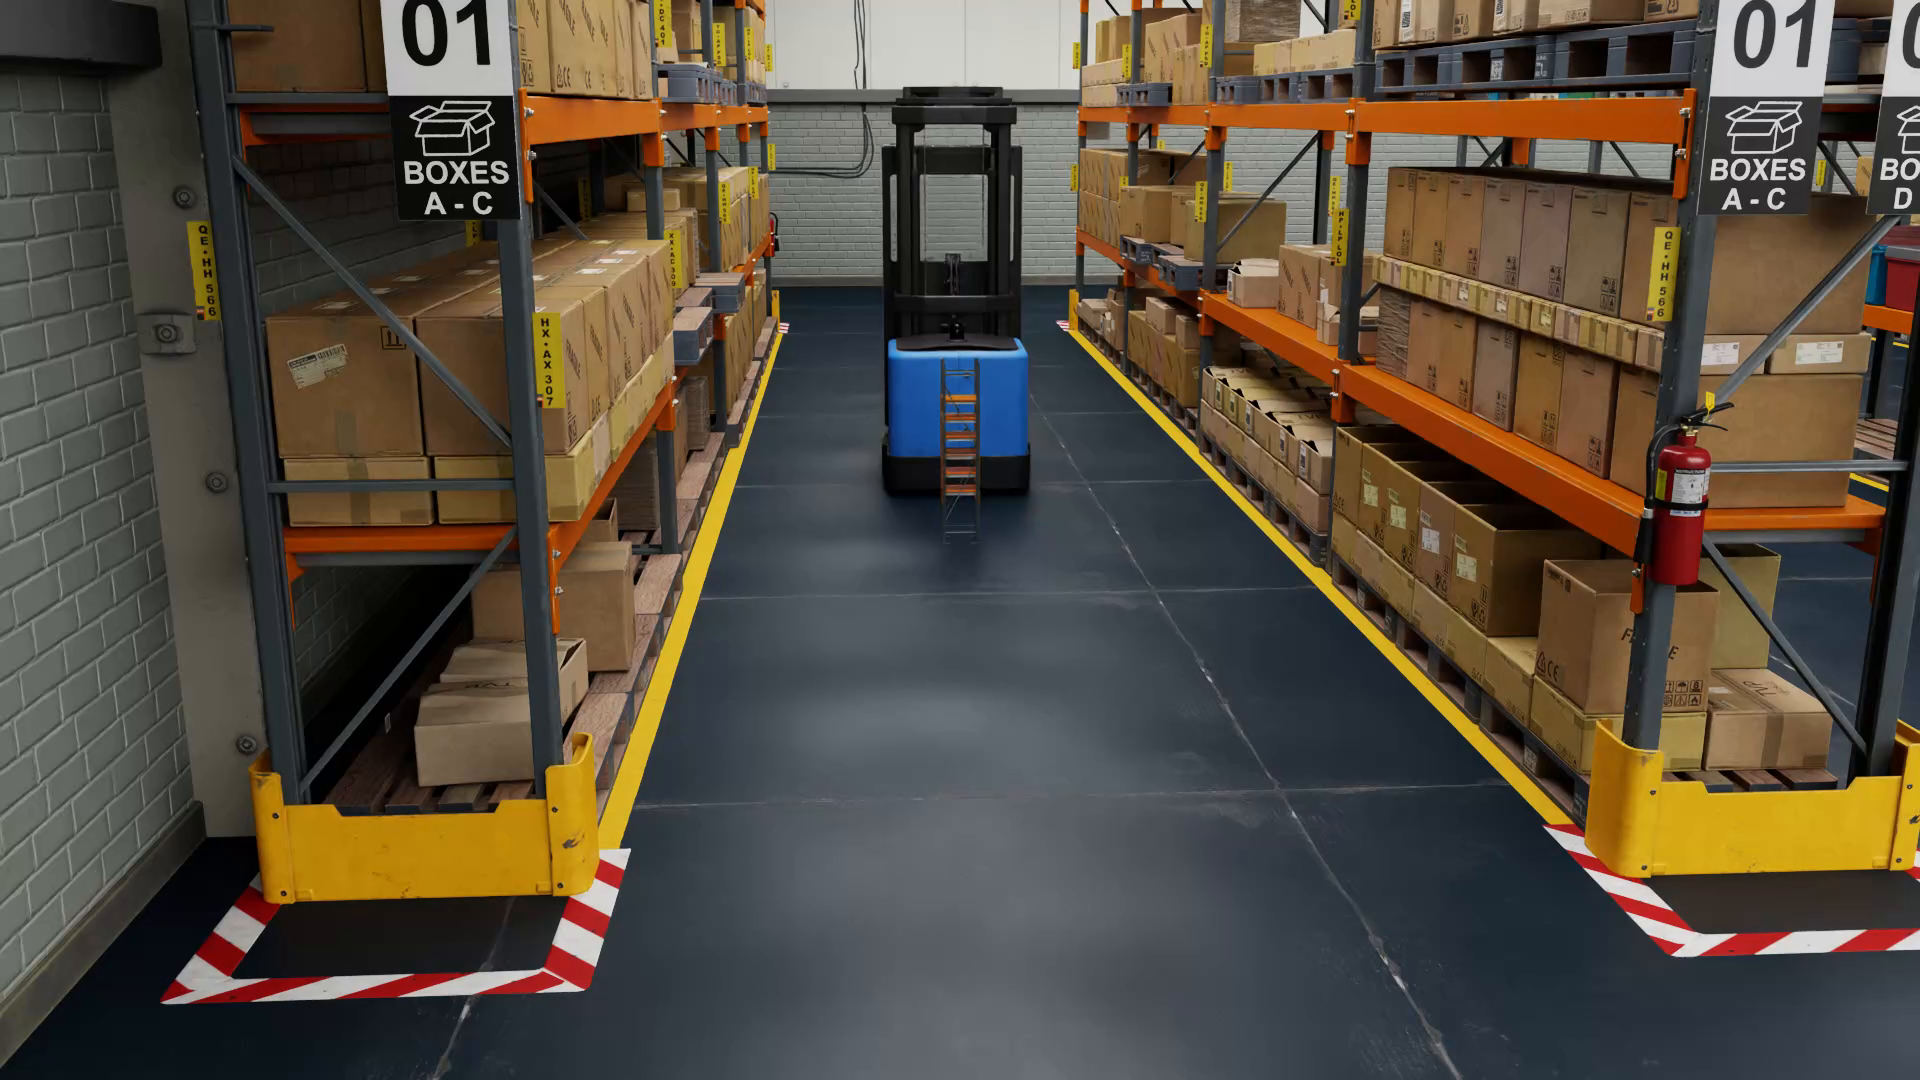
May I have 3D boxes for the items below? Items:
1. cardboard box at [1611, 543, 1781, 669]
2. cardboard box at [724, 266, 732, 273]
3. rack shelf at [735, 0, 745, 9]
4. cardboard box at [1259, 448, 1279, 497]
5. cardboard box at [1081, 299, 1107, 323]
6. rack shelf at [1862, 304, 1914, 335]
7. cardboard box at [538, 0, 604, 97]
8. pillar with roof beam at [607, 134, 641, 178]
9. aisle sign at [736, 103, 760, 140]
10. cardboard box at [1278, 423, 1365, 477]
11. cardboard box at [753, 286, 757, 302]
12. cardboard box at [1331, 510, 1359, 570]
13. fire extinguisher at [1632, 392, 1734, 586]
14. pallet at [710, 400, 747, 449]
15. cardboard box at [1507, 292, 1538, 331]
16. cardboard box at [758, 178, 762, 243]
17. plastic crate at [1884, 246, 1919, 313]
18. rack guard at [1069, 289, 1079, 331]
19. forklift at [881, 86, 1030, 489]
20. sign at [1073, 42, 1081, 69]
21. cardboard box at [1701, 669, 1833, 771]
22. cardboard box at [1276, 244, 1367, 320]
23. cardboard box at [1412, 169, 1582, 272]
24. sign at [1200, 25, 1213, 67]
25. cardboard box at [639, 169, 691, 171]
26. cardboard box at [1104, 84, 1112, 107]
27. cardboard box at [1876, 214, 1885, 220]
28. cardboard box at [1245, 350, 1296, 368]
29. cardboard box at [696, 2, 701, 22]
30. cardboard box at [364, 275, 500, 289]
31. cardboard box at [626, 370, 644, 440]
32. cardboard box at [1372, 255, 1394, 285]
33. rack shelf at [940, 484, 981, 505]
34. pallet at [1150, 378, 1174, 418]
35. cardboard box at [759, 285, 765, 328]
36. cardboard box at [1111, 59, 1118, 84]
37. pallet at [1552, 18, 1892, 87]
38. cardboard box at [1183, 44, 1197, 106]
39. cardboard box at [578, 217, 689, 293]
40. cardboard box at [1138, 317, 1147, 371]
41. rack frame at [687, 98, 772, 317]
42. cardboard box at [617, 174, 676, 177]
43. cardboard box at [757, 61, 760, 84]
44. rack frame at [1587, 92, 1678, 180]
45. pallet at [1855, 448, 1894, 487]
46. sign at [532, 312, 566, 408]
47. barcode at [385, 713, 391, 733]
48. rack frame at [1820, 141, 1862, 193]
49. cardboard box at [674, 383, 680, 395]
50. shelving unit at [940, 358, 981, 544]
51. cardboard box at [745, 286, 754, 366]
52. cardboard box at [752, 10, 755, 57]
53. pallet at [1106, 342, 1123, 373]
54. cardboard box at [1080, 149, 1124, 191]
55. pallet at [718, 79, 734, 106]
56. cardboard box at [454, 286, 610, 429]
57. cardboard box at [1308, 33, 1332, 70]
[{"bbox_3d":[3.163,0.246,7.221,0.500,0.500,0.500,-1,14,-3],"label":"cardboard box"},{"bbox_3d":[-2.161,-2.274,14.308,0.380,0.149,0.250,0,14,-2],"label":"cardboard box"},{"bbox_3d":[-2.557,-5.031,14.767,1.077,0.370,4.000,-1,14,-3],"label":"rack shelf"},{"bbox_3d":[2.382,-0.476,11.533,0.500,0.250,0.500,-1,14,-2],"label":"cardboard box"},{"bbox_3d":[1.797,-2.855,20.737,0.500,0.250,0.500,-1,14,-3],"label":"cardboard box"},{"bbox_3d":[7.579,-1.477,12.192,1.077,0.370,4.000,-1,14,-3],"label":"rack shelf"},{"bbox_3d":[-1.742,-2.042,6.681,0.500,0.500,0.500,0,14,-1],"label":"cardboard box"},{"bbox_3d":[0.710,-6.298,17.443,9.100,9.000,0.400,-1,14,-3],"label":"pillar with roof beam"},{"bbox_3d":[-2.633,-5.441,20.938,0.394,0.787,0.004,-1,14,-3],"label":"aisle sign"},{"bbox_3d":[2.409,-0.622,10.973,0.500,0.311,0.500,0,14,-2],"label":"cardboard box"},{"bbox_3d":[-2.464,-2.748,18.557,0.380,0.149,0.250,0,14,-2],"label":"cardboard box"},{"bbox_3d":[2.485,-0.005,9.700,0.500,0.250,0.500,-1,14,-3],"label":"cardboard box"},{"bbox_3d":[2.551,-0.184,5.877,0.296,0.674,0.183,-1,14,-3],"label":"fire extinguisher"},{"bbox_3d":[-2.406,-1.017,14.556,1.003,0.211,1.213,-1,14,-3],"label":"pallet"},{"bbox_3d":[2.711,-1.035,7.526,0.380,0.149,0.250,0,14,-2],"label":"cardboard box"},{"bbox_3d":[-2.792,-3.808,19.204,0.980,0.700,0.700,-2,15,-6],"label":"cardboard box"},{"bbox_3d":[7.250,-1.948,12.448,0.402,0.464,0.583,-1,14,-3],"label":"plastic crate"},{"bbox_3d":[2.020,-3.008,21.713,1.175,0.500,0.348,-1,14,-3],"label":"rack guard"},{"bbox_3d":[-0.074,-2.103,13.319,1.130,2.935,3.031,-1,14,-2],"label":"forklift"},{"bbox_3d":[1.474,-6.105,20.960,0.100,0.325,0.005,-1,14,-3],"label":"sign"},{"bbox_3d":[3.196,0.733,6.832,0.500,0.250,0.500,-1,14,-3],"label":"cardboard box"},{"bbox_3d":[2.632,-1.879,12.109,0.500,0.500,0.500,-2,15,-6],"label":"cardboard box"},{"bbox_3d":[2.825,-1.694,8.785,0.700,0.500,0.500,-1,14,-4],"label":"cardboard box"},{"bbox_3d":[1.970,-3.943,13.274,0.100,0.325,0.005,-1,14,-3],"label":"sign"},{"bbox_3d":[-2.873,-3.482,16.197,0.500,0.250,0.500,-1,14,-3],"label":"cardboard box"},{"bbox_3d":[1.908,-4.988,18.674,0.500,0.250,0.500,-1,14,-3],"label":"cardboard box"},{"bbox_3d":[11.730,-4.083,20.579,0.500,0.250,0.500,-1,14,-5],"label":"cardboard box"},{"bbox_3d":[2.768,-1.368,14.456,0.500,0.500,0.500,0,14,-1],"label":"cardboard box"},{"bbox_3d":[-2.757,-5.022,15.915,0.500,0.250,0.500,0,14,1],"label":"cardboard box"},{"bbox_3d":[-2.236,-0.849,7.061,0.500,0.500,0.500,-1,14,-5],"label":"cardboard box"},{"bbox_3d":[-1.751,-0.625,7.698,0.500,0.250,0.500,-1,14,-3],"label":"cardboard box"},{"bbox_3d":[2.582,-1.546,9.511,0.380,0.149,0.250,-1,14,-4],"label":"cardboard box"},{"bbox_3d":[0.001,-0.302,10.934,0.258,0.103,0.180,-1,14,-3],"label":"rack shelf"},{"bbox_3d":[2.430,-1.386,15.990,1.003,0.211,1.213,-1,14,-3],"label":"pallet"},{"bbox_3d":[-2.754,-2.856,20.279,0.700,0.500,0.500,-1,14,-4],"label":"cardboard box"},{"bbox_3d":[1.935,-5.106,18.129,0.500,0.250,0.500,-1,14,-3],"label":"cardboard box"},{"bbox_3d":[2.989,-1.844,6.332,1.003,0.211,1.213,-1,14,-3],"label":"pallet"},{"bbox_3d":[2.419,-3.984,14.269,0.910,0.500,0.500,-1,14,-3],"label":"cardboard box"},{"bbox_3d":[-2.294,-2.005,11.718,0.700,0.500,0.500,-1,14,-3],"label":"cardboard box"},{"bbox_3d":[2.094,-1.988,16.868,0.500,0.500,0.500,-1,14,-3],"label":"cardboard box"},{"bbox_3d":[-2.928,-4.160,21.174,1.000,3.000,0.127,-1,14,-3],"label":"rack frame"},{"bbox_3d":[-2.777,-3.101,14.716,0.500,0.250,0.500,-1,14,-5],"label":"cardboard box"},{"bbox_3d":[-2.548,-5.355,19.057,0.500,0.250,0.500,-1,14,-5],"label":"cardboard box"},{"bbox_3d":[7.208,-3.318,17.902,1.000,3.000,0.127,-1,14,-3],"label":"rack frame"},{"bbox_3d":[7.537,-0.477,12.456,1.003,0.211,1.213,-1,14,-3],"label":"pallet"},{"bbox_3d":[-1.395,-0.608,5.634,0.100,0.325,0.005,-1,14,-3],"label":"sign"},{"bbox_3d":[-2.290,0.732,6.656,0.001,0.075,0.075,-1,14,-3],"label":"barcode"},{"bbox_3d":[11.903,-4.389,22.066,1.000,3.000,0.127,-1,14,-3],"label":"rack frame"},{"bbox_3d":[-2.363,-1.215,12.357,0.500,0.250,0.500,-1,14,-2],"label":"cardboard box"},{"bbox_3d":[0.001,-0.577,10.863,0.258,1.200,0.189,-1,14,-3],"label":"shelving unit"},{"bbox_3d":[-2.510,-2.168,16.903,0.750,0.750,0.750,-1,14,-3],"label":"cardboard box"},{"bbox_3d":[-2.483,-5.469,17.997,0.500,0.500,0.500,-1,14,-5],"label":"cardboard box"},{"bbox_3d":[2.222,-2.063,18.620,1.003,0.211,1.213,-1,14,-3],"label":"pallet"},{"bbox_3d":[1.780,-4.655,20.893,0.500,0.500,0.500,0,14,-2],"label":"cardboard box"},{"bbox_3d":[-2.526,-3.691,13.710,1.213,0.211,1.003,0,14,-1],"label":"pallet"},{"bbox_3d":[-1.687,-0.727,6.589,0.500,0.500,0.500,-1,14,-3],"label":"cardboard box"},{"bbox_3d":[2.702,-3.313,11.320,0.500,0.250,0.500,-2,15,-8],"label":"cardboard box"}]
